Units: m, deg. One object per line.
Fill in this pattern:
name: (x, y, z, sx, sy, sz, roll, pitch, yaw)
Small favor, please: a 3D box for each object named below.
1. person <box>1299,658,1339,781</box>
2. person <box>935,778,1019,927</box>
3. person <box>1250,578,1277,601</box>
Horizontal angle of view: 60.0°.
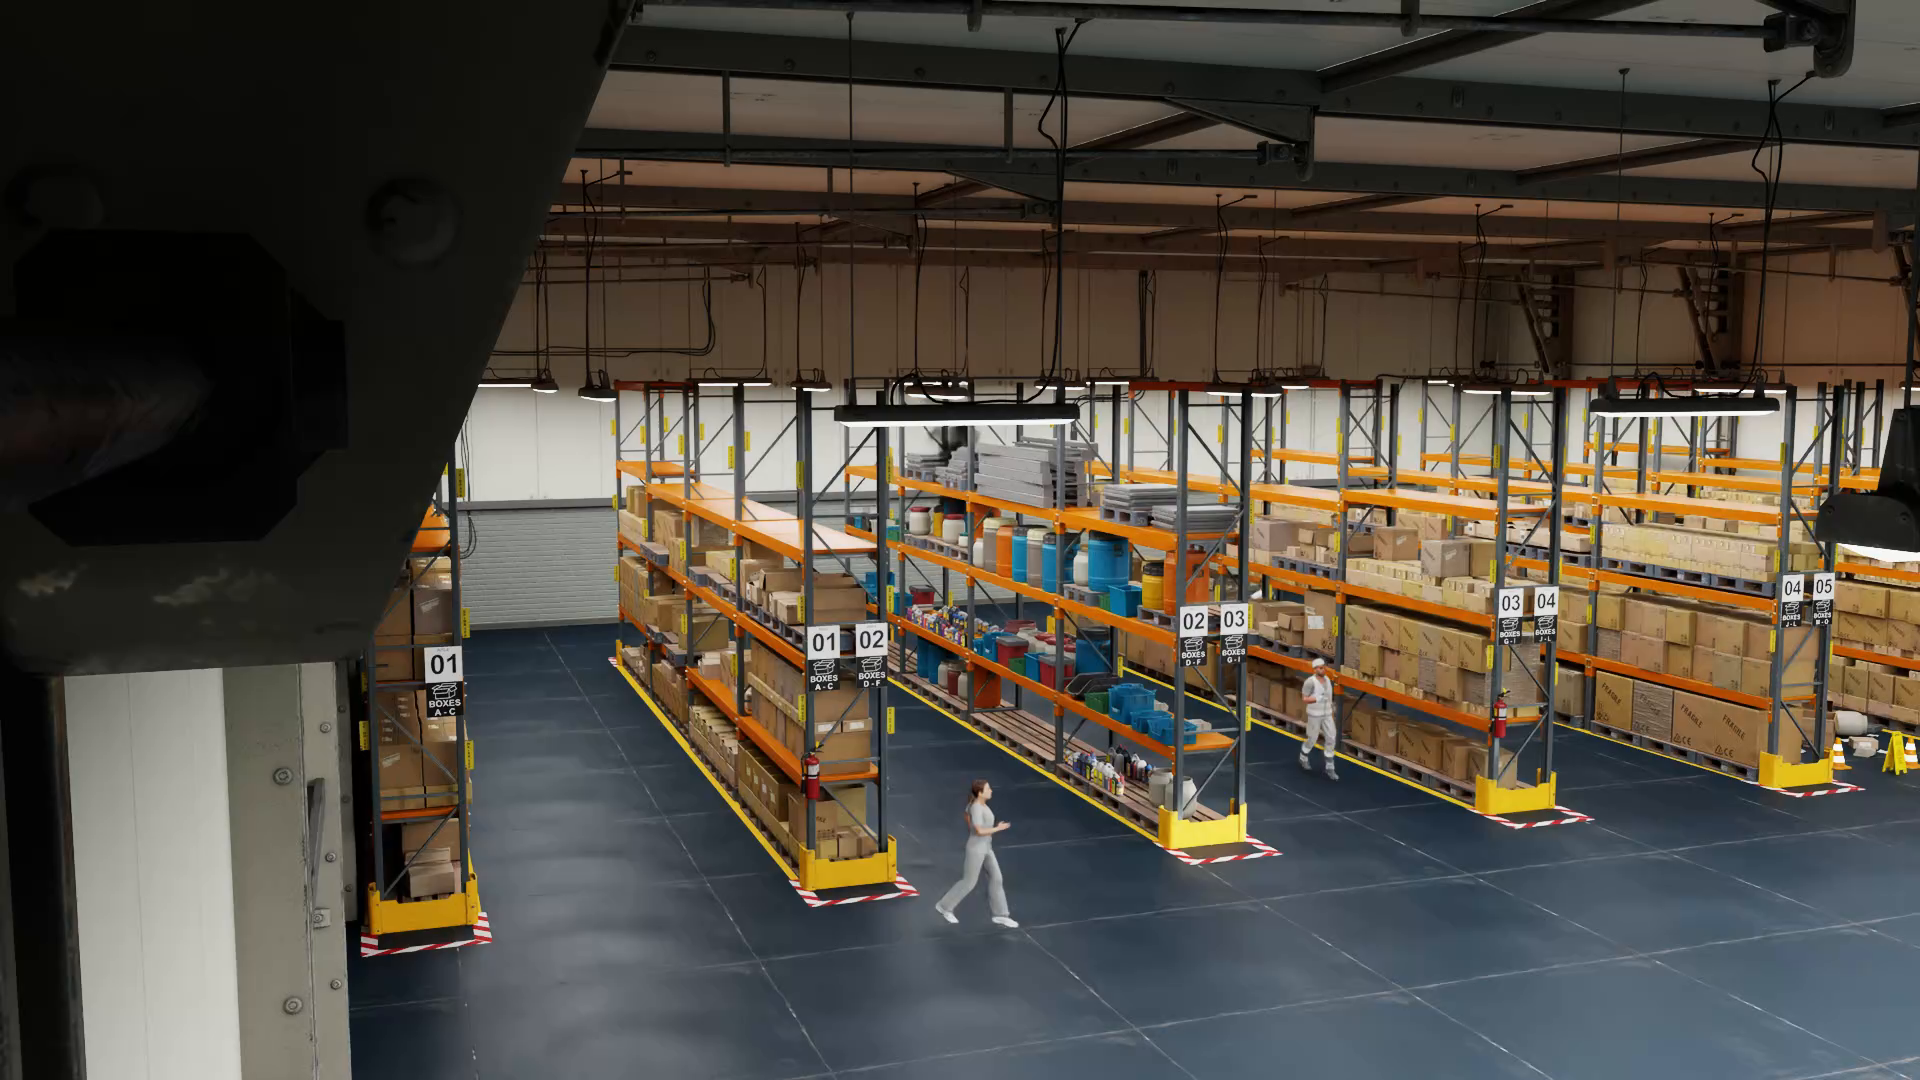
person: (5.511, 2.720, 25.534, 0.636, 1.821, 0.843, -2, 6, -22)
person: (0.202, 3.500, 18.672, 0.944, 1.671, 0.564, 2, 6, 14)
person: (6.599, 1.679, 35.846, 0.665, 1.742, 0.593, -3, 7, -26)
